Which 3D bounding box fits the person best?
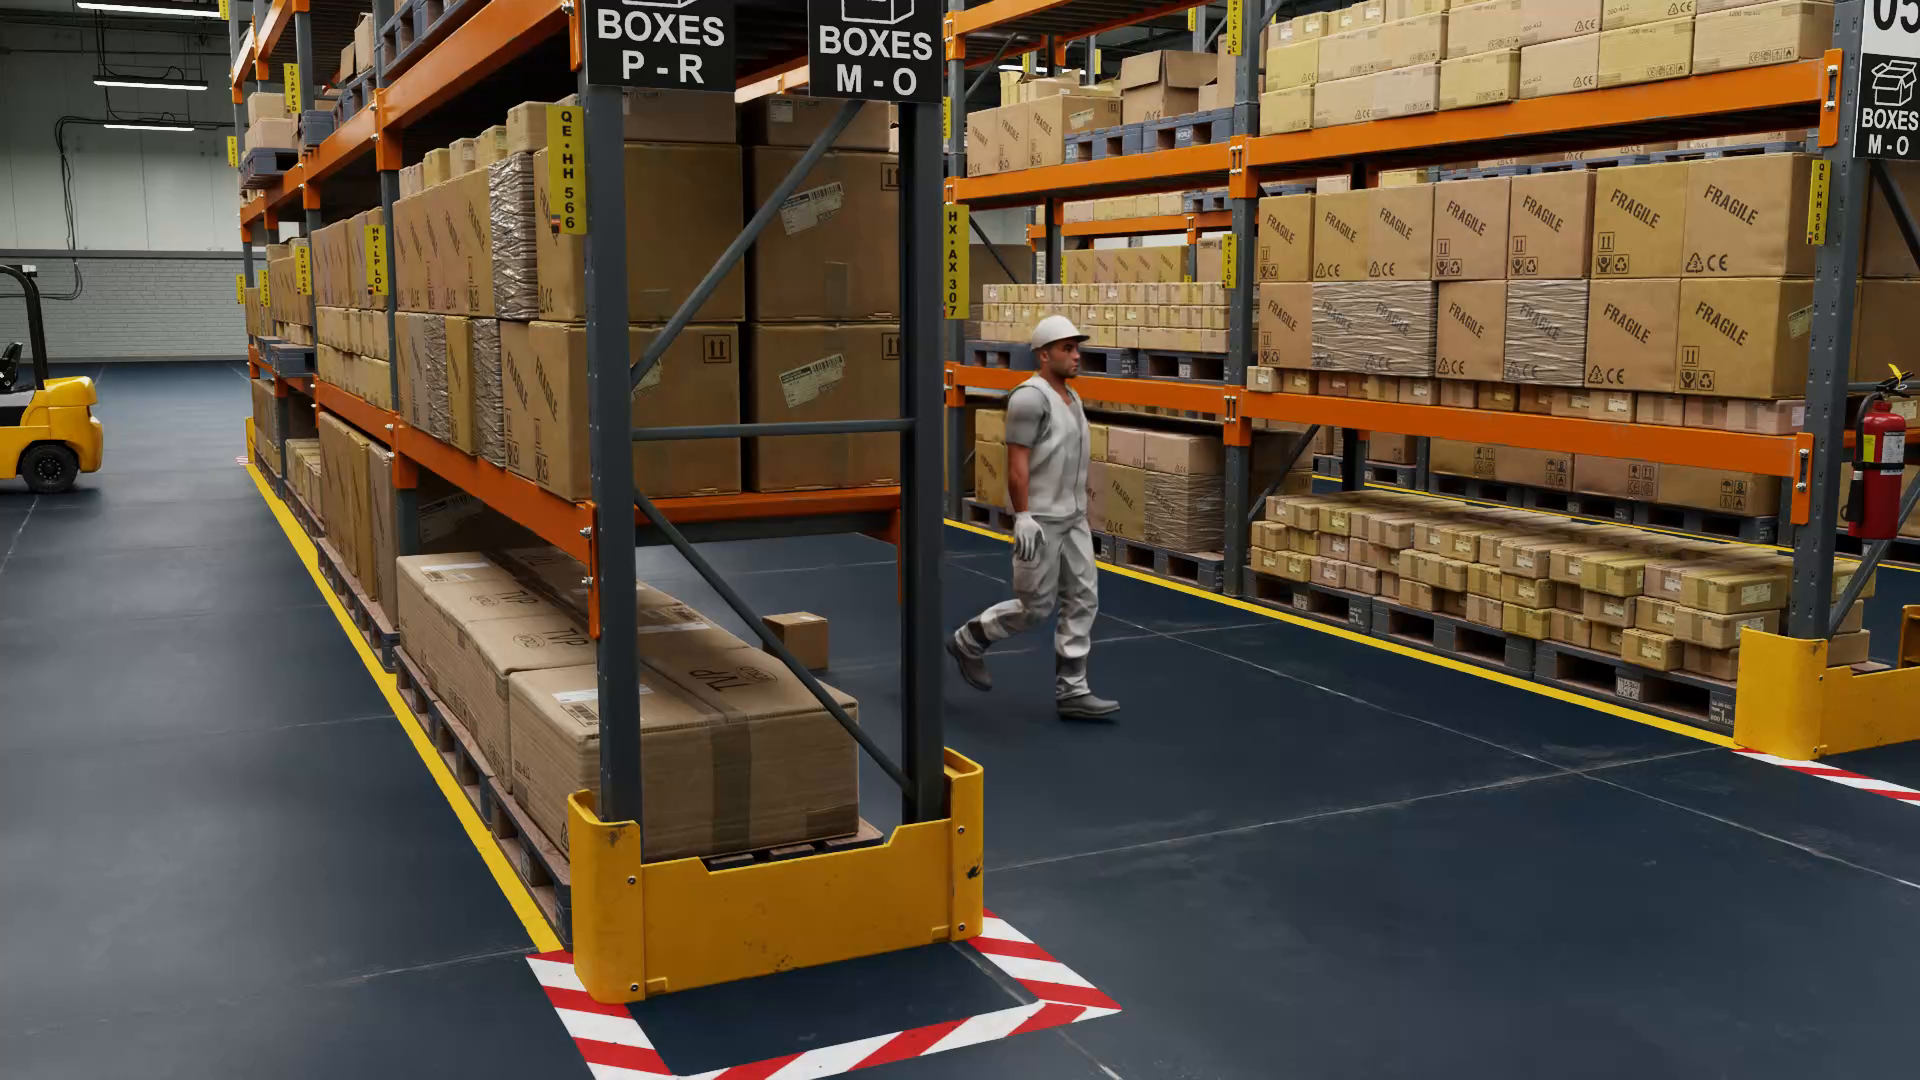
[{"bbox_3d":[0.326,-0.105,7.387,0.819,1.771,0.558,5,10,32],"label":"person"}]
